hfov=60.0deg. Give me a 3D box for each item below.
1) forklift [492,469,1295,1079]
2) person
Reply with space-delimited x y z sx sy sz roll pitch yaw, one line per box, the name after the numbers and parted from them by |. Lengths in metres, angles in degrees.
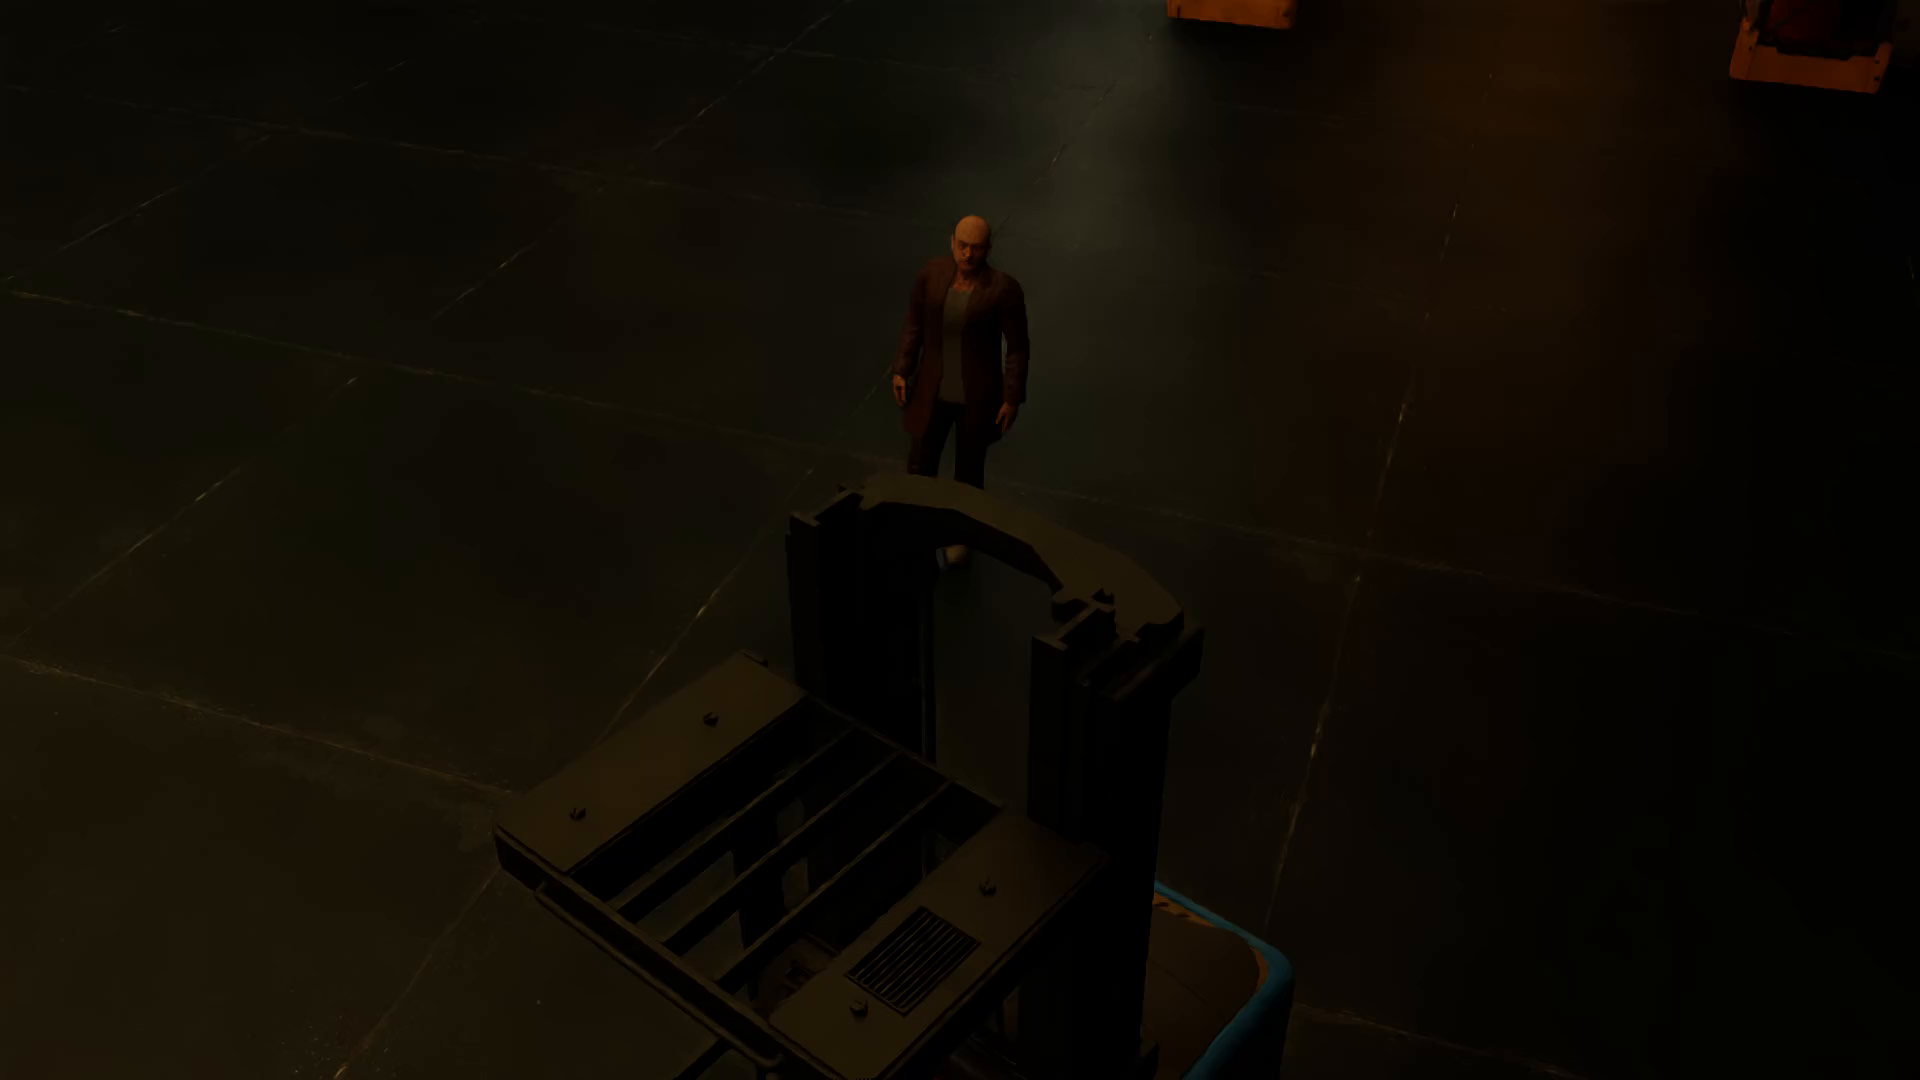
-0.296 1.425 4.100 1.130 2.935 3.031 25 43 31 | forklift
-0.035 -0.682 8.058 0.694 1.776 0.580 12 37 16 | person
